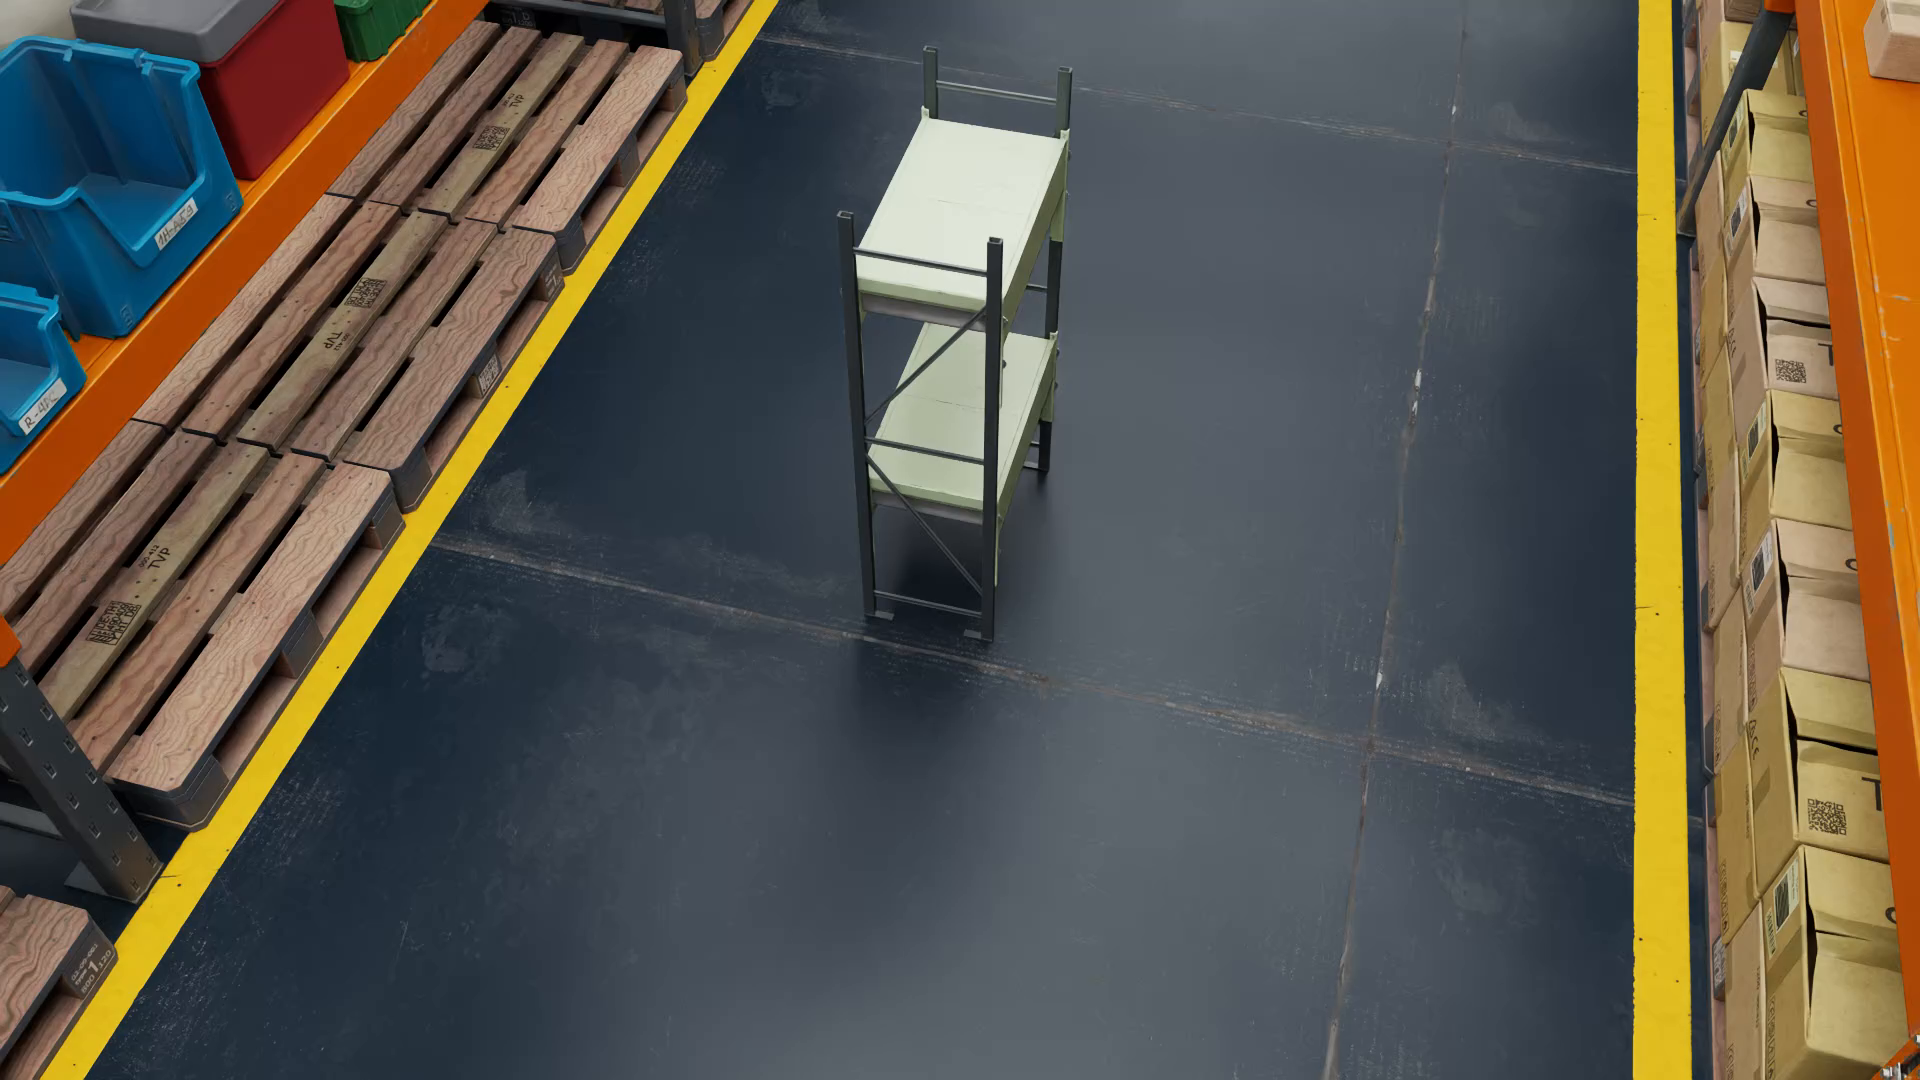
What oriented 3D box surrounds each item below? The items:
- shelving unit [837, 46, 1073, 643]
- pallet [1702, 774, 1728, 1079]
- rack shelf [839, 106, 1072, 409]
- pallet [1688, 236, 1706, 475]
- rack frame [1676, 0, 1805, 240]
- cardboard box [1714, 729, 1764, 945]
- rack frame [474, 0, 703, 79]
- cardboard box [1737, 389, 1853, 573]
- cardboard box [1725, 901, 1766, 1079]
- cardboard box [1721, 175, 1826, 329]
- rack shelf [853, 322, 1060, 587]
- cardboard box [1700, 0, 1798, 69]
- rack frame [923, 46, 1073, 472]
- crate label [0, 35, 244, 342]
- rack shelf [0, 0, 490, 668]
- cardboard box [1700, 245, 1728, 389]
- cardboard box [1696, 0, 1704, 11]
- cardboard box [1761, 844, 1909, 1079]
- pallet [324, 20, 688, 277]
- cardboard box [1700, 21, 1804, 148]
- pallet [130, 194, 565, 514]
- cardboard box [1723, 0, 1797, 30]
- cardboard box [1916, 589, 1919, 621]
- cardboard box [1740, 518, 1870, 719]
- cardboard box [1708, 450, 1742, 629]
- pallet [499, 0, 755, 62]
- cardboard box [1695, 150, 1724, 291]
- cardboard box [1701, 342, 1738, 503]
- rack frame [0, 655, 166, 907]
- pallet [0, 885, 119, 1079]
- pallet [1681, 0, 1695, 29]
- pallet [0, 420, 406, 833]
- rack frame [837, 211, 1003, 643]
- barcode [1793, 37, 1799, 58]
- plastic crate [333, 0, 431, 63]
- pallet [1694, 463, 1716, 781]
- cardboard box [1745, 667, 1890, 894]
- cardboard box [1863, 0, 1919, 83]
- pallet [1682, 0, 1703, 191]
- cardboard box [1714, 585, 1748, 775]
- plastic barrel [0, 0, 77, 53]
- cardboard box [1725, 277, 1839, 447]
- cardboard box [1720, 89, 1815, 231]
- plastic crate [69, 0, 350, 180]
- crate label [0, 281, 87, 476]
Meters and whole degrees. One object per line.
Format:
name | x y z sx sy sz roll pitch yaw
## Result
shelving unit | 0.002 -0.501 4.692 0.431 1.500 0.755 12 50 10
pallet | 2.395 1.147 4.097 1.003 0.211 1.213 12 50 10
rack shelf | 0.002 -0.759 4.399 0.431 0.370 0.720 12 50 10
pallet | 3.038 -0.618 5.655 1.003 0.211 1.213 12 50 10
rack frame | 3.194 -2.081 5.086 1.000 3.000 0.127 12 50 10
cardboard box | 2.176 0.781 4.114 0.500 0.250 0.500 11 49 10
rack frame | -1.584 -3.061 5.951 1.000 3.000 0.127 12 50 10
cardboard box | 2.441 -0.134 4.547 0.500 0.311 0.500 13 50 11
cardboard box | 2.044 1.154 3.785 0.500 0.250 0.500 13 50 11
cardboard box | 2.708 -0.885 5.210 0.500 0.311 0.500 11 49 10
rack shelf | 0.002 -0.285 4.936 0.431 0.370 0.720 12 50 10
cardboard box | 3.246 -2.049 6.611 0.500 0.250 0.500 12 50 10
rack frame | 0.098 -0.766 4.926 0.400 1.500 0.023 12 50 10
crate label | -2.114 -0.845 3.972 0.502 0.435 0.616 12 50 10
rack shelf | -2.110 -1.377 4.944 1.077 0.370 4.000 12 50 10
cardboard box | 2.713 -0.698 5.419 0.500 0.250 0.500 13 50 11
cardboard box | 3.364 -2.413 6.933 0.500 0.250 0.500 12 50 10
cardboard box | 2.041 0.970 3.573 0.500 0.311 0.500 13 50 11
pallet | -1.753 -1.563 6.489 1.003 0.211 1.213 12 50 10
cardboard box | 3.105 -1.689 6.294 0.500 0.250 0.500 12 50 10
pallet | -2.072 -0.678 5.707 1.003 0.211 1.213 12 50 10
cardboard box | 3.248 -2.296 6.330 0.500 0.500 0.500 12 50 10
cardboard box | 2.111 0.190 3.249 0.380 0.149 0.250 12 50 10
cardboard box | 2.307 0.228 4.228 0.500 0.311 0.500 11 50 10
cardboard box | 2.444 0.045 4.764 0.500 0.250 0.500 12 50 11
pallet | -1.367 -2.616 7.418 1.003 0.211 1.213 12 50 10
cardboard box | 2.849 -1.068 5.745 0.500 0.250 0.500 10 49 9
cardboard box | 2.579 -0.323 5.088 0.500 0.250 0.500 10 49 9
rack frame | -2.637 -0.168 3.398 1.000 3.000 0.127 12 50 10
pallet | -2.804 1.333 3.933 1.003 0.211 1.213 12 50 10
pallet | 3.763 -2.611 7.413 1.003 0.211 1.213 12 50 10
pallet | -2.395 0.202 4.931 1.003 0.211 1.213 12 50 10
rack frame | -0.095 -0.236 4.458 0.400 1.500 0.023 12 50 10
barcode | 2.725 -1.615 5.408 0.001 0.075 0.075 12 50 10
plastic crate | -1.770 -1.676 4.870 0.450 0.188 0.662 12 50 10
pallet | 2.718 0.267 4.873 1.003 0.211 1.213 12 50 10
cardboard box | 2.172 0.593 3.906 0.500 0.311 0.500 11 49 9
cardboard box | 2.763 -1.398 4.650 0.380 0.149 0.250 12 50 10
pallet | 3.444 -1.726 6.632 1.003 0.211 1.213 12 50 10
cardboard box | 2.312 0.418 4.435 0.500 0.250 0.500 13 50 11
plastic barrel | -2.461 -1.296 4.319 0.421 0.512 0.421 0 49 0
cardboard box | 2.573 -0.511 4.880 0.500 0.311 0.500 10 49 9
cardboard box | 2.845 -1.246 5.529 0.500 0.311 0.500 12 50 10
plastic crate | -1.916 -1.298 4.352 0.402 0.464 0.583 12 50 10
crate label | -2.164 -0.344 3.664 0.303 0.233 0.416 12 50 10
